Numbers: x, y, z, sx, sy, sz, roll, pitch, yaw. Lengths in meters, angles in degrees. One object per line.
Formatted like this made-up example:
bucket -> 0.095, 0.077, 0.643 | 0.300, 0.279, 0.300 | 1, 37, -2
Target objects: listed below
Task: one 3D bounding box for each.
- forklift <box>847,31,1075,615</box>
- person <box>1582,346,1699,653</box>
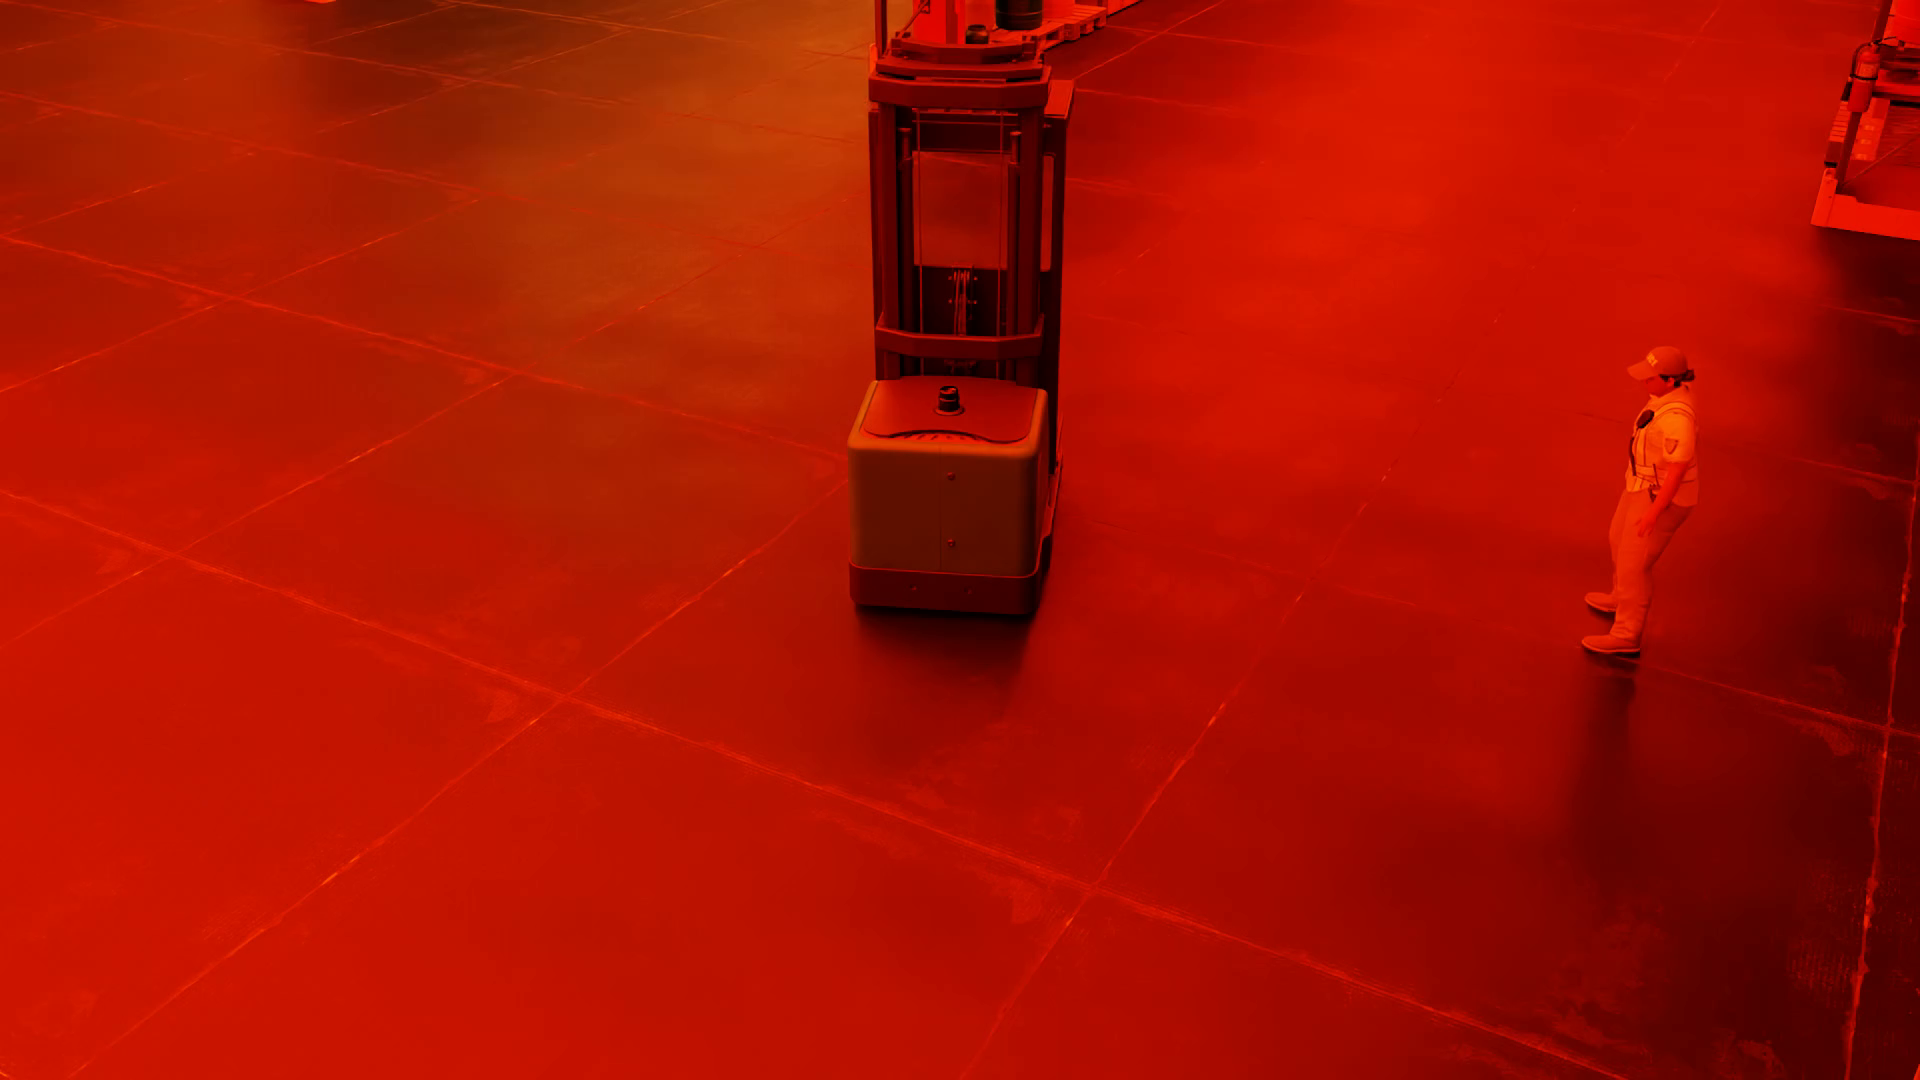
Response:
forklift -> 0.072, -1.572, 9.794 | 1.130, 2.935, 3.031 | 3, 30, 6
person -> 3.628, -0.243, 8.769 | 0.475, 1.662, 0.630 | 10, 31, 16
